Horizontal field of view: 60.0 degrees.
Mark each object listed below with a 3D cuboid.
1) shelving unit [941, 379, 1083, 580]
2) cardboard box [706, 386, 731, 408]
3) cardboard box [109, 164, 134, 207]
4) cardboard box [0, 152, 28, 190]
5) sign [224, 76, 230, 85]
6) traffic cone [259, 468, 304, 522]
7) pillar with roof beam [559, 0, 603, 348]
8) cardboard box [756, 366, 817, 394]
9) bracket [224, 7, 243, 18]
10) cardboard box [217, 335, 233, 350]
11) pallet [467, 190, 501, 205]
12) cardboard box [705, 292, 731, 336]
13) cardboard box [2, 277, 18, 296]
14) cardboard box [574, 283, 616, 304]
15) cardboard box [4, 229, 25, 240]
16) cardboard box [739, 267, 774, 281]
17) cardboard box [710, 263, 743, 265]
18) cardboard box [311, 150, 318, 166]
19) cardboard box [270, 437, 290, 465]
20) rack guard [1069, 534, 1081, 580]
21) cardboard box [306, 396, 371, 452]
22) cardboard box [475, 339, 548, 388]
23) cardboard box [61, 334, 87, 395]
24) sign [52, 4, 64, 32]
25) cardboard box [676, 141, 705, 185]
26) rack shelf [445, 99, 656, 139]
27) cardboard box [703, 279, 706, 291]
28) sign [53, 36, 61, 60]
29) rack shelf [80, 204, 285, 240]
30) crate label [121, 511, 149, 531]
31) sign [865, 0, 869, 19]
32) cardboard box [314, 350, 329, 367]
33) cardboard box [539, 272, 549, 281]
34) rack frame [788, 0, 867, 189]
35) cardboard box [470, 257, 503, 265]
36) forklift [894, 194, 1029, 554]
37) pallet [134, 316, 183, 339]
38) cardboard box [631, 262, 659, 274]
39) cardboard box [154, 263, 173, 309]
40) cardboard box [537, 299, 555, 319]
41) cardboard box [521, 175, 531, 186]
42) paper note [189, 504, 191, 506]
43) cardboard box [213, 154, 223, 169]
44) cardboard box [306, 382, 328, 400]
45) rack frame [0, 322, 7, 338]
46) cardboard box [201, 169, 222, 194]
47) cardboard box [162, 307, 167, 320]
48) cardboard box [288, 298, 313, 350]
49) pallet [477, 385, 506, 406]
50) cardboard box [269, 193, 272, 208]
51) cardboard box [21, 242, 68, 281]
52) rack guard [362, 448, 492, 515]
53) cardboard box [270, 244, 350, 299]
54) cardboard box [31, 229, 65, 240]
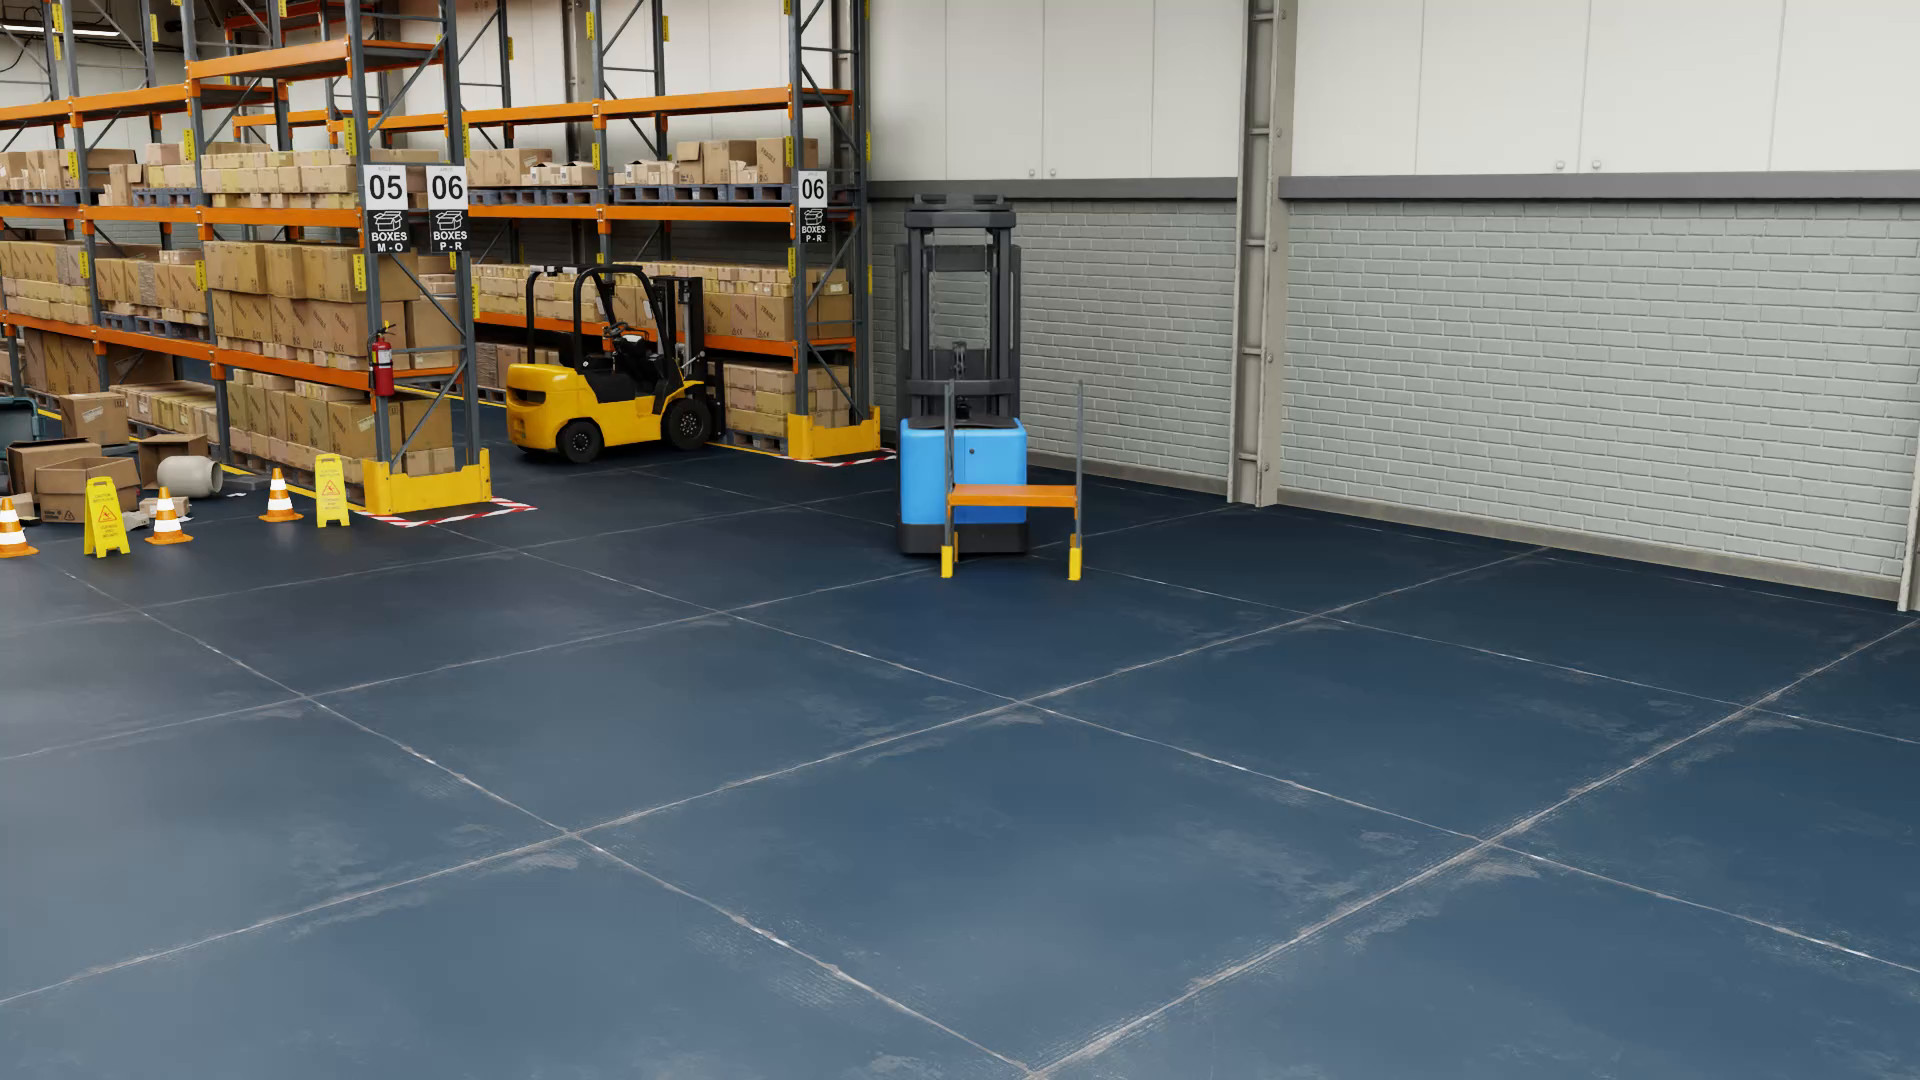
[{"bbox_3d":[0.416,-0.489,13.068,1.083,1.500,0.587,1,12,4],"label":"shelving unit"},{"bbox_3d":[-2.740,-1.760,20.057,0.500,0.250,0.500,-11,16,-44],"label":"cardboard box"},{"bbox_3d":[-9.932,-4.336,20.341,0.700,0.500,0.500,-11,16,-43],"label":"cardboard box"},{"bbox_3d":[-12.943,-5.096,22.990,0.500,0.500,0.500,-11,16,-44],"label":"cardboard box"},{"bbox_3d":[-12.909,-8.176,29.284,0.100,0.325,0.005,-11,16,-43],"label":"sign"},{"bbox_3d":[-6.285,-0.430,15.353,0.336,0.463,0.334,-11,16,-43],"label":"traffic cone"},{"bbox_3d":[-8.553,-5.923,20.861,9.100,9.000,0.400,-11,16,-43],"label":"pillar with roof beam"},{"bbox_3d":[-2.011,-1.854,19.274,0.500,0.250,0.500,-10,15,-41],"label":"cardboard box"},{"bbox_3d":[-13.697,-9.927,31.376,0.235,0.232,0.430,-11,16,-43],"label":"bracket"},{"bbox_3d":[-7.831,-2.160,18.084,0.380,0.149,0.250,-11,16,-43],"label":"cardboard box"},{"bbox_3d":[-6.459,-4.940,23.988,1.213,0.211,1.003,-10,15,-40],"label":"pallet"},{"bbox_3d":[-2.703,-2.718,19.922,0.500,0.500,0.500,-11,16,-44],"label":"cardboard box"},{"bbox_3d":[-13.242,-3.609,23.628,0.500,0.250,0.500,11,16,44],"label":"cardboard box"},{"bbox_3d":[-4.753,-3.273,21.998,0.500,0.250,0.500,-11,16,-44],"label":"cardboard box"},{"bbox_3d":[-13.888,-4.452,24.252,0.380,0.149,0.250,-10,16,-41],"label":"cardboard box"},{"bbox_3d":[-2.378,-3.130,19.578,0.380,0.149,0.250,-11,16,-42],"label":"cardboard box"},{"bbox_3d":[-2.929,-3.382,20.802,0.380,0.149,0.250,-11,16,-43],"label":"cardboard box"},{"bbox_3d":[-5.979,-3.657,15.939,0.380,0.149,0.250,-11,16,-42],"label":"cardboard box"},{"bbox_3d":[-6.860,-0.955,17.388,0.500,0.250,0.500,-11,16,-43],"label":"cardboard box"},{"bbox_3d":[0.912,0.131,13.155,0.087,0.250,0.587,1,12,4],"label":"rack guard"},{"bbox_3d":[-6.159,-1.172,16.583,0.500,0.500,0.500,-10,15,-40],"label":"cardboard box"},{"bbox_3d":[-6.571,-2.599,24.438,0.875,0.625,0.625,-10,15,-41],"label":"cardboard box"},{"bbox_3d":[-11.609,-2.365,22.684,0.875,0.875,0.875,-11,16,-42],"label":"cardboard box"},{"bbox_3d":[-10.978,-6.353,20.238,0.100,0.325,0.005,-11,16,-43],"label":"sign"},{"bbox_3d":[-2.960,-4.541,20.042,0.797,0.503,0.637,-10,15,-41],"label":"cardboard box"},{"bbox_3d":[-5.611,-5.748,22.783,1.077,0.370,4.000,-11,16,-43],"label":"rack shelf"},{"bbox_3d":[-2.920,-3.093,20.135,0.380,0.149,0.250,-11,16,-43],"label":"cardboard box"},{"bbox_3d":[-12.957,-7.053,23.833,0.100,0.325,0.005,-11,16,-43],"label":"sign"},{"bbox_3d":[-9.198,-3.782,19.685,1.077,0.370,4.000,-11,16,-43],"label":"rack shelf"},{"bbox_3d":[-7.440,-0.172,14.909,0.298,0.136,0.250,3,12,16],"label":"crate label"},{"bbox_3d":[-1.061,-6.032,18.680,0.100,0.325,0.005,-11,16,-43],"label":"sign"},{"bbox_3d":[-6.084,-1.787,16.273,0.380,0.149,0.250,-11,16,-42],"label":"cardboard box"},{"bbox_3d":[-5.530,-3.634,22.760,0.380,0.149,0.250,-11,16,-42],"label":"cardboard box"},{"bbox_3d":[-1.467,-5.420,18.420,1.000,3.000,0.127,-11,16,-43],"label":"rack frame"},{"bbox_3d":[-7.234,-4.001,25.110,0.500,0.500,0.500,-10,15,-40],"label":"cardboard box"},{"bbox_3d":[-0.030,-1.566,14.749,1.130,2.935,3.031,-1,12,-3],"label":"forklift"},{"bbox_3d":[-9.183,-2.580,19.977,1.003,0.211,1.213,-11,16,-43],"label":"pallet"},{"bbox_3d":[-3.965,-3.467,21.214,0.380,0.149,0.250,-11,16,-42],"label":"cardboard box"},{"bbox_3d":[-8.997,-2.958,19.308,0.500,0.500,0.500,-10,15,-41],"label":"cardboard box"},{"bbox_3d":[-5.439,-3.179,22.778,0.500,0.250,0.500,-11,16,-42],"label":"cardboard box"},{"bbox_3d":[-5.741,-4.897,22.648,0.380,0.149,0.250,-11,16,-43],"label":"cardboard box"},{"bbox_3d":[-7.444,-0.340,16.035,0.032,0.001,0.123,-11,16,-43],"label":"paper note"},{"bbox_3d":[-7.635,-3.985,17.532,0.380,0.149,0.250,-10,15,-41],"label":"cardboard box"},{"bbox_3d":[-6.270,-1.496,16.545,0.380,0.149,0.250,-11,16,-42],"label":"cardboard box"},{"bbox_3d":[-16.104,-4.125,26.999,1.000,3.000,0.127,-11,16,-43],"label":"rack frame"},{"bbox_3d":[-7.711,-3.813,17.684,0.500,0.250,0.500,-11,16,-44],"label":"cardboard box"},{"bbox_3d":[-9.066,-2.644,19.392,0.380,0.149,0.250,-11,16,-43],"label":"cardboard box"},{"bbox_3d":[-6.314,-2.172,16.538,0.500,0.500,0.500,-11,16,-43],"label":"cardboard box"},{"bbox_3d":[-6.452,-2.158,24.364,1.003,0.211,1.213,-11,16,-43],"label":"pallet"},{"bbox_3d":[-6.713,-3.414,16.740,0.380,0.149,0.250,-11,16,-42],"label":"cardboard box"},{"bbox_3d":[-12.530,-3.832,22.850,0.500,0.500,0.500,11,16,44],"label":"cardboard box"},{"bbox_3d":[-5.107,-0.577,15.971,1.175,0.500,0.348,-11,16,-43],"label":"rack guard"},{"bbox_3d":[-6.336,-2.653,16.393,0.700,0.500,0.500,-11,16,-43],"label":"cardboard box"},{"bbox_3d":[-13.372,-4.480,24.388,0.380,0.149,0.250,-11,16,-43],"label":"cardboard box"}]
